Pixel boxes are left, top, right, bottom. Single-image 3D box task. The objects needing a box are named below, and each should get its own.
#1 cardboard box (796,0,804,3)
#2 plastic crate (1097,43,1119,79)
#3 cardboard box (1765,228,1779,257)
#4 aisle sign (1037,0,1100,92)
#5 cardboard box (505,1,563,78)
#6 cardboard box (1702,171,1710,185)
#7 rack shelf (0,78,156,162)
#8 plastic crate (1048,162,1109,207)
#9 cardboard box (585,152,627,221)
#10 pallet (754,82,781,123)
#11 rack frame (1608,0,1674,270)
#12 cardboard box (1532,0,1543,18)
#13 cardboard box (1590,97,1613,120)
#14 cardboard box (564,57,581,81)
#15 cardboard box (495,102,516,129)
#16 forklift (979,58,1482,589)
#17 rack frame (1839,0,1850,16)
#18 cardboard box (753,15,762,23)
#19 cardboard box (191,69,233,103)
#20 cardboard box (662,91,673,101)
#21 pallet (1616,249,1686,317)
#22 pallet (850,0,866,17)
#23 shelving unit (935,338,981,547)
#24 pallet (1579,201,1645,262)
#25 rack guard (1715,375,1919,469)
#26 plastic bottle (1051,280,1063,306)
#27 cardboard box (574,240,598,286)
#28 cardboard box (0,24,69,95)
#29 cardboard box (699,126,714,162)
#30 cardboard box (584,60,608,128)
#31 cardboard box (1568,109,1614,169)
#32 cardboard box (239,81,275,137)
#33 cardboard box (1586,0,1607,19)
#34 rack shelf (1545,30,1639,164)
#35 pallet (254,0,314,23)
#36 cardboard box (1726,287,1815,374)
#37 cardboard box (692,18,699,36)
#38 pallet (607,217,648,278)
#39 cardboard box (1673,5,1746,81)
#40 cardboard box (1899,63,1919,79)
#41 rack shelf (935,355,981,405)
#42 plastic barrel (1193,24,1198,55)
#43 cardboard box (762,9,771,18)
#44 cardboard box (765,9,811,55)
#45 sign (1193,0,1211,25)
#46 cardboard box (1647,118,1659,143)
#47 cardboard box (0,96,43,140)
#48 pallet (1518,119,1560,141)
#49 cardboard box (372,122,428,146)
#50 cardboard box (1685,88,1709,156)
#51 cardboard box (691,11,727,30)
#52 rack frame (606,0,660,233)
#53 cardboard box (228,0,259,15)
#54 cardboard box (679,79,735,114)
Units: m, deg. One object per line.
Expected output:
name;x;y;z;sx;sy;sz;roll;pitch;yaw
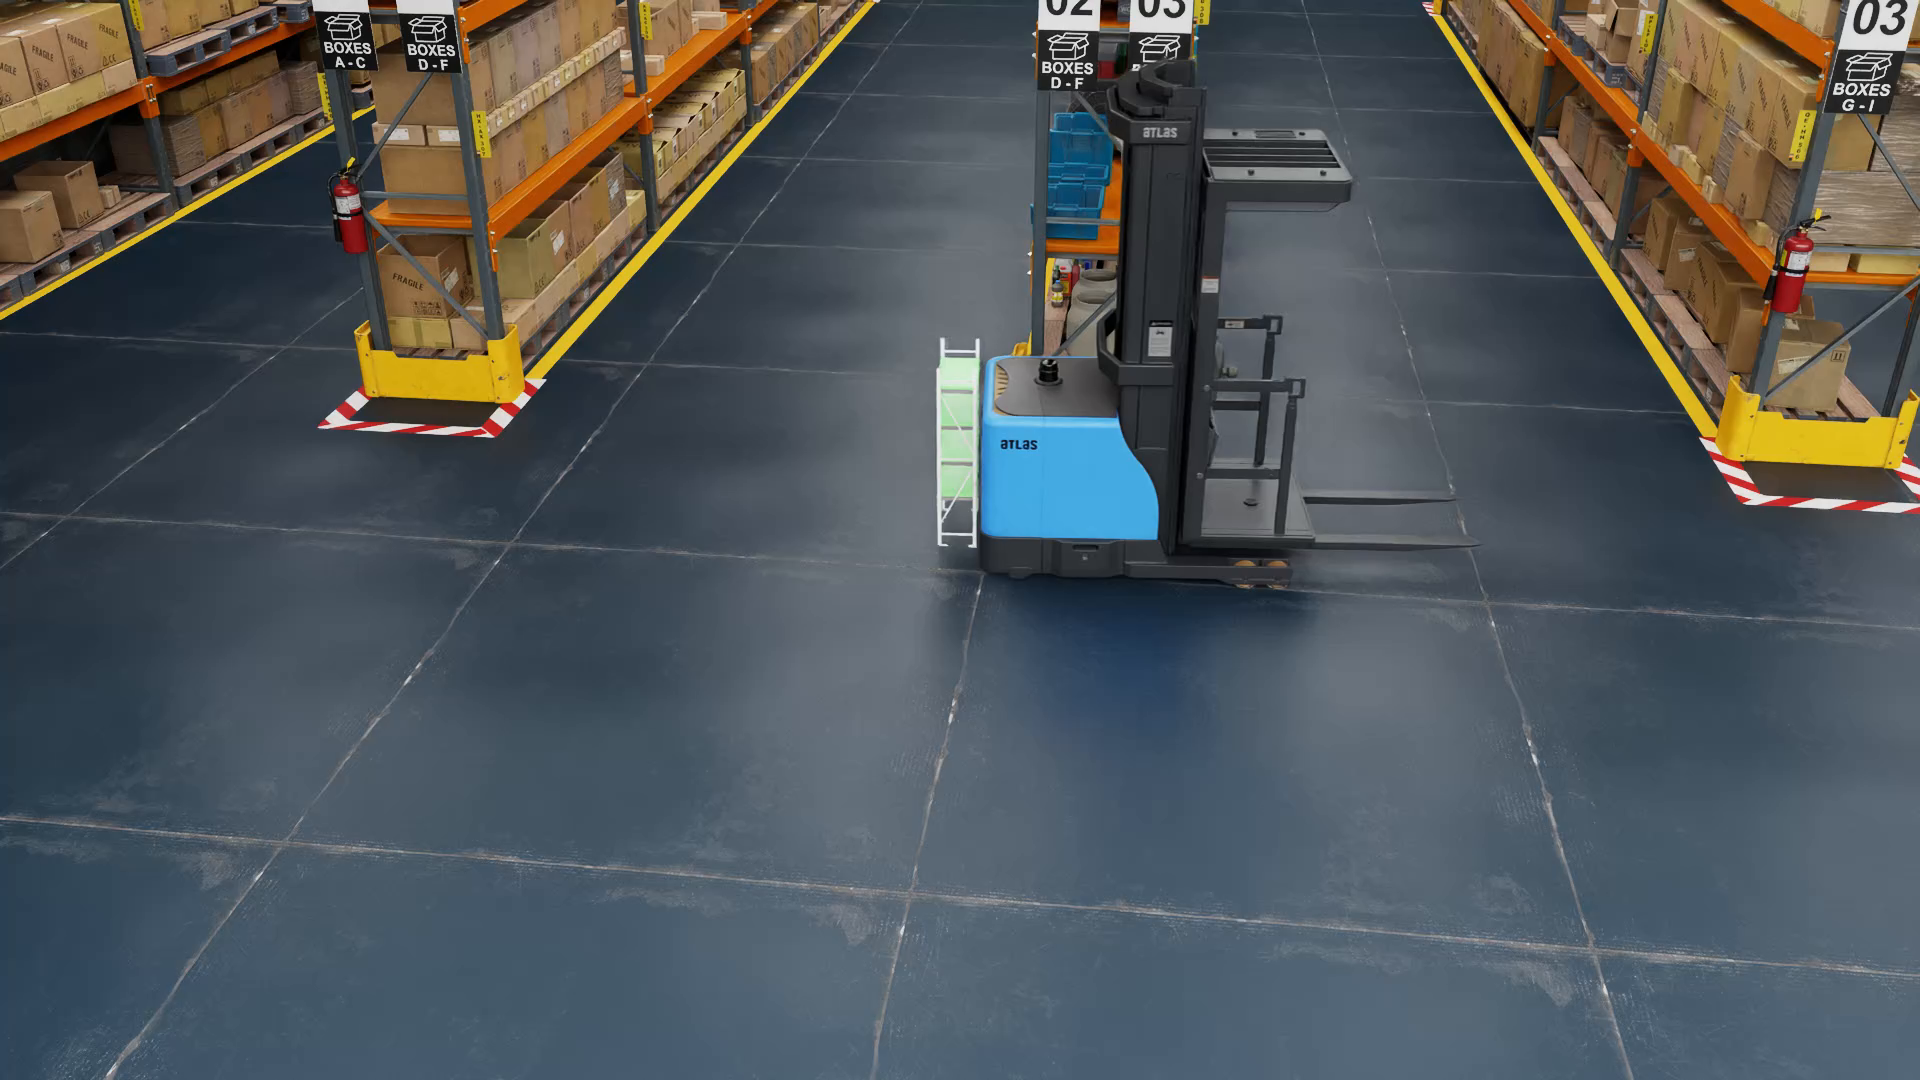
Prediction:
cardboard box;-2.557;-7.761;24.156;0.500;0.311;0.500;3;28;6
plastic crate;1.254;-4.332;15.352;0.402;0.464;0.583;3;28;6
cardboard box;5.785;-2.040;11.432;0.380;0.149;0.250;3;28;6
aisle sign;0.704;-3.303;10.769;0.394;0.787;0.004;3;28;6
cardboard box;-3.650;-4.045;13.414;0.700;0.500;0.500;3;28;6
cardboard box;5.933;-2.749;12.746;0.380;0.149;0.250;3;28;6
rack shelf;-8.579;-3.375;14.403;1.077;0.370;4.000;3;28;6
plastic crate;0.857;-2.668;12.488;0.499;0.251;0.408;3;28;6
cardboard box;-3.330;-3.186;14.959;0.500;0.500;0.500;3;28;6
pallet;-2.798;-5.352;20.254;1.003;0.211;1.213;3;28;6
rack frame;6.414;-3.770;14.377;1.000;3.000;0.127;3;28;6
cardboard box;6.785;-6.178;18.741;0.500;0.500;0.500;3;28;6
cardboard box;6.796;-4.509;17.130;0.500;0.250;0.500;7;29;12
cardboard box;-3.395;-3.939;13.902;0.380;0.149;0.250;4;29;8
cardboard box;-3.584;-3.208;12.545;0.380;0.149;0.250;3;29;6
forklift;1.645;-1.253;9.777;3.031;2.935;1.130;1;28;2
rack frame;5.923;-4.528;9.459;1.000;3.000;0.127;3;28;6
cardboard box;-2.861;-6.852;21.480;0.500;0.250;0.500;3;29;6
cardboard box;-8.150;-4.857;17.776;0.500;0.250;0.500;3;28;5
cardboard box;-3.404;-4.734;18.032;0.500;0.311;0.500;3;28;5
pallet;6.366;-2.224;14.448;1.003;0.211;1.213;3;28;6
pallet;-2.053;-8.357;25.832;1.003;0.211;1.213;3;28;6
shelving unit;-0.009;-0.606;10.401;0.258;1.200;0.503;1;28;2
pallet;6.508;-2.909;15.719;1.003;0.211;1.213;3;28;6
rack guard;5.933;-0.822;11.542;1.175;0.500;0.348;3;28;6
plastic bottle;0.798;-2.027;13.628;0.097;0.201;0.097;0;28;0
cardboard box;-3.436;-2.384;14.262;0.500;0.250;0.500;3;28;6
cardboard box;-8.213;-4.194;14.511;0.500;0.500;0.500;3;28;5
cardboard box;-2.934;-4.221;17.671;0.500;0.250;0.500;4;29;7
cardboard box;-3.524;-3.934;14.576;0.700;0.500;0.500;3;28;6
cardboard box;6.786;-4.168;17.287;0.700;0.500;0.500;1;28;2
cardboard box;-8.092;-4.796;18.454;0.700;0.500;0.500;3;28;6
cardboard box;6.877;-5.625;17.273;0.500;0.500;0.500;0;28;0
rack shelf;6.659;-4.395;16.295;1.077;0.370;4.000;3;28;6
pallet;-7.826;-6.090;18.887;1.213;0.211;1.003;3;28;6
cardboard box;6.056;-1.548;12.445;0.500;0.500;0.500;11;30;19
cardboard box;-3.028;-5.516;17.883;0.380;0.149;0.250;5;29;10
pallet;-3.557;-2.748;15.420;1.003;0.211;1.213;3;28;6
cardboard box;6.046;-3.953;13.243;0.500;0.500;0.500;3;28;6
cardboard box;6.330;-2.980;11.438;0.500;0.500;0.500;3;28;6
rack shelf;-0.009;-0.972;10.204;0.258;0.148;0.480;1;28;2
plastic barrel;1.846;-4.443;15.098;0.600;0.901;0.708;3;28;6
cardboard box;-2.793;-6.741;22.064;0.500;0.500;0.500;4;29;7
cardboard box;-2.282;-6.725;22.034;0.500;0.500;0.500;3;29;6
sign;1.553;-3.465;10.640;0.100;0.325;0.005;3;28;6
cardboard box;6.045;-3.459;14.064;0.380;0.149;0.250;3;28;6
cardboard box;-8.268;-3.627;14.249;0.500;0.250;0.500;4;29;7
pallet;7.075;-4.792;19.214;1.003;0.211;1.213;3;28;6
cardboard box;-4.050;-2.985;12.131;0.380;0.149;0.250;3;28;5
cardboard box;6.240;-3.262;13.016;0.875;0.500;0.500;3;28;6
cardboard box;-2.763;-5.680;18.188;0.380;0.149;0.250;3;28;6
rack frame;-3.418;-4.347;15.449;1.000;3.000;0.127;3;28;6
cardboard box;-8.023;-5.945;17.844;0.700;0.500;0.500;3;28;6
cardboard box;-2.804;-4.946;18.425;0.500;0.311;0.500;3;28;5
